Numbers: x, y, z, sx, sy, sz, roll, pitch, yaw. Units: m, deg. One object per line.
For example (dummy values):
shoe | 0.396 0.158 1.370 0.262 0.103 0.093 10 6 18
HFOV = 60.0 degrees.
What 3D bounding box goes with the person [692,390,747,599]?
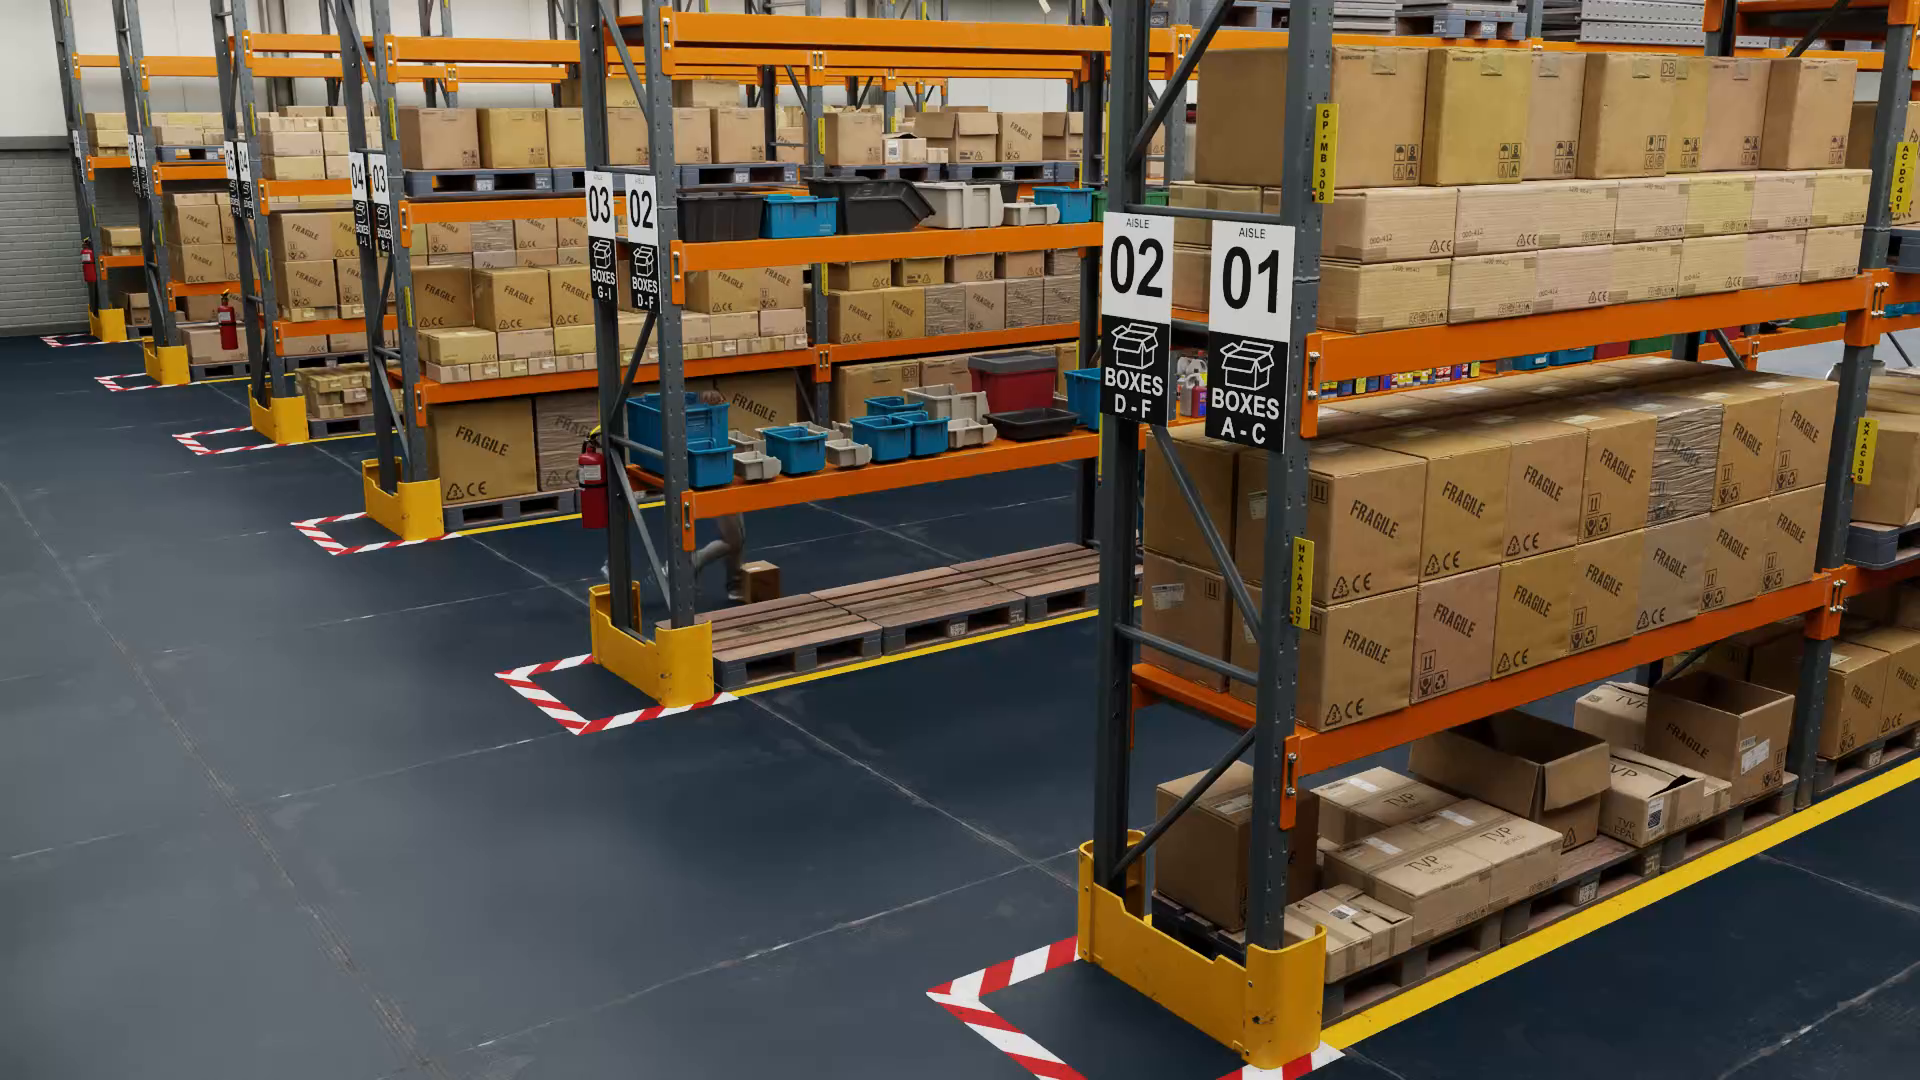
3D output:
person | -1.768 -0.317 12.181 0.618 1.583 0.417 1 15 3
